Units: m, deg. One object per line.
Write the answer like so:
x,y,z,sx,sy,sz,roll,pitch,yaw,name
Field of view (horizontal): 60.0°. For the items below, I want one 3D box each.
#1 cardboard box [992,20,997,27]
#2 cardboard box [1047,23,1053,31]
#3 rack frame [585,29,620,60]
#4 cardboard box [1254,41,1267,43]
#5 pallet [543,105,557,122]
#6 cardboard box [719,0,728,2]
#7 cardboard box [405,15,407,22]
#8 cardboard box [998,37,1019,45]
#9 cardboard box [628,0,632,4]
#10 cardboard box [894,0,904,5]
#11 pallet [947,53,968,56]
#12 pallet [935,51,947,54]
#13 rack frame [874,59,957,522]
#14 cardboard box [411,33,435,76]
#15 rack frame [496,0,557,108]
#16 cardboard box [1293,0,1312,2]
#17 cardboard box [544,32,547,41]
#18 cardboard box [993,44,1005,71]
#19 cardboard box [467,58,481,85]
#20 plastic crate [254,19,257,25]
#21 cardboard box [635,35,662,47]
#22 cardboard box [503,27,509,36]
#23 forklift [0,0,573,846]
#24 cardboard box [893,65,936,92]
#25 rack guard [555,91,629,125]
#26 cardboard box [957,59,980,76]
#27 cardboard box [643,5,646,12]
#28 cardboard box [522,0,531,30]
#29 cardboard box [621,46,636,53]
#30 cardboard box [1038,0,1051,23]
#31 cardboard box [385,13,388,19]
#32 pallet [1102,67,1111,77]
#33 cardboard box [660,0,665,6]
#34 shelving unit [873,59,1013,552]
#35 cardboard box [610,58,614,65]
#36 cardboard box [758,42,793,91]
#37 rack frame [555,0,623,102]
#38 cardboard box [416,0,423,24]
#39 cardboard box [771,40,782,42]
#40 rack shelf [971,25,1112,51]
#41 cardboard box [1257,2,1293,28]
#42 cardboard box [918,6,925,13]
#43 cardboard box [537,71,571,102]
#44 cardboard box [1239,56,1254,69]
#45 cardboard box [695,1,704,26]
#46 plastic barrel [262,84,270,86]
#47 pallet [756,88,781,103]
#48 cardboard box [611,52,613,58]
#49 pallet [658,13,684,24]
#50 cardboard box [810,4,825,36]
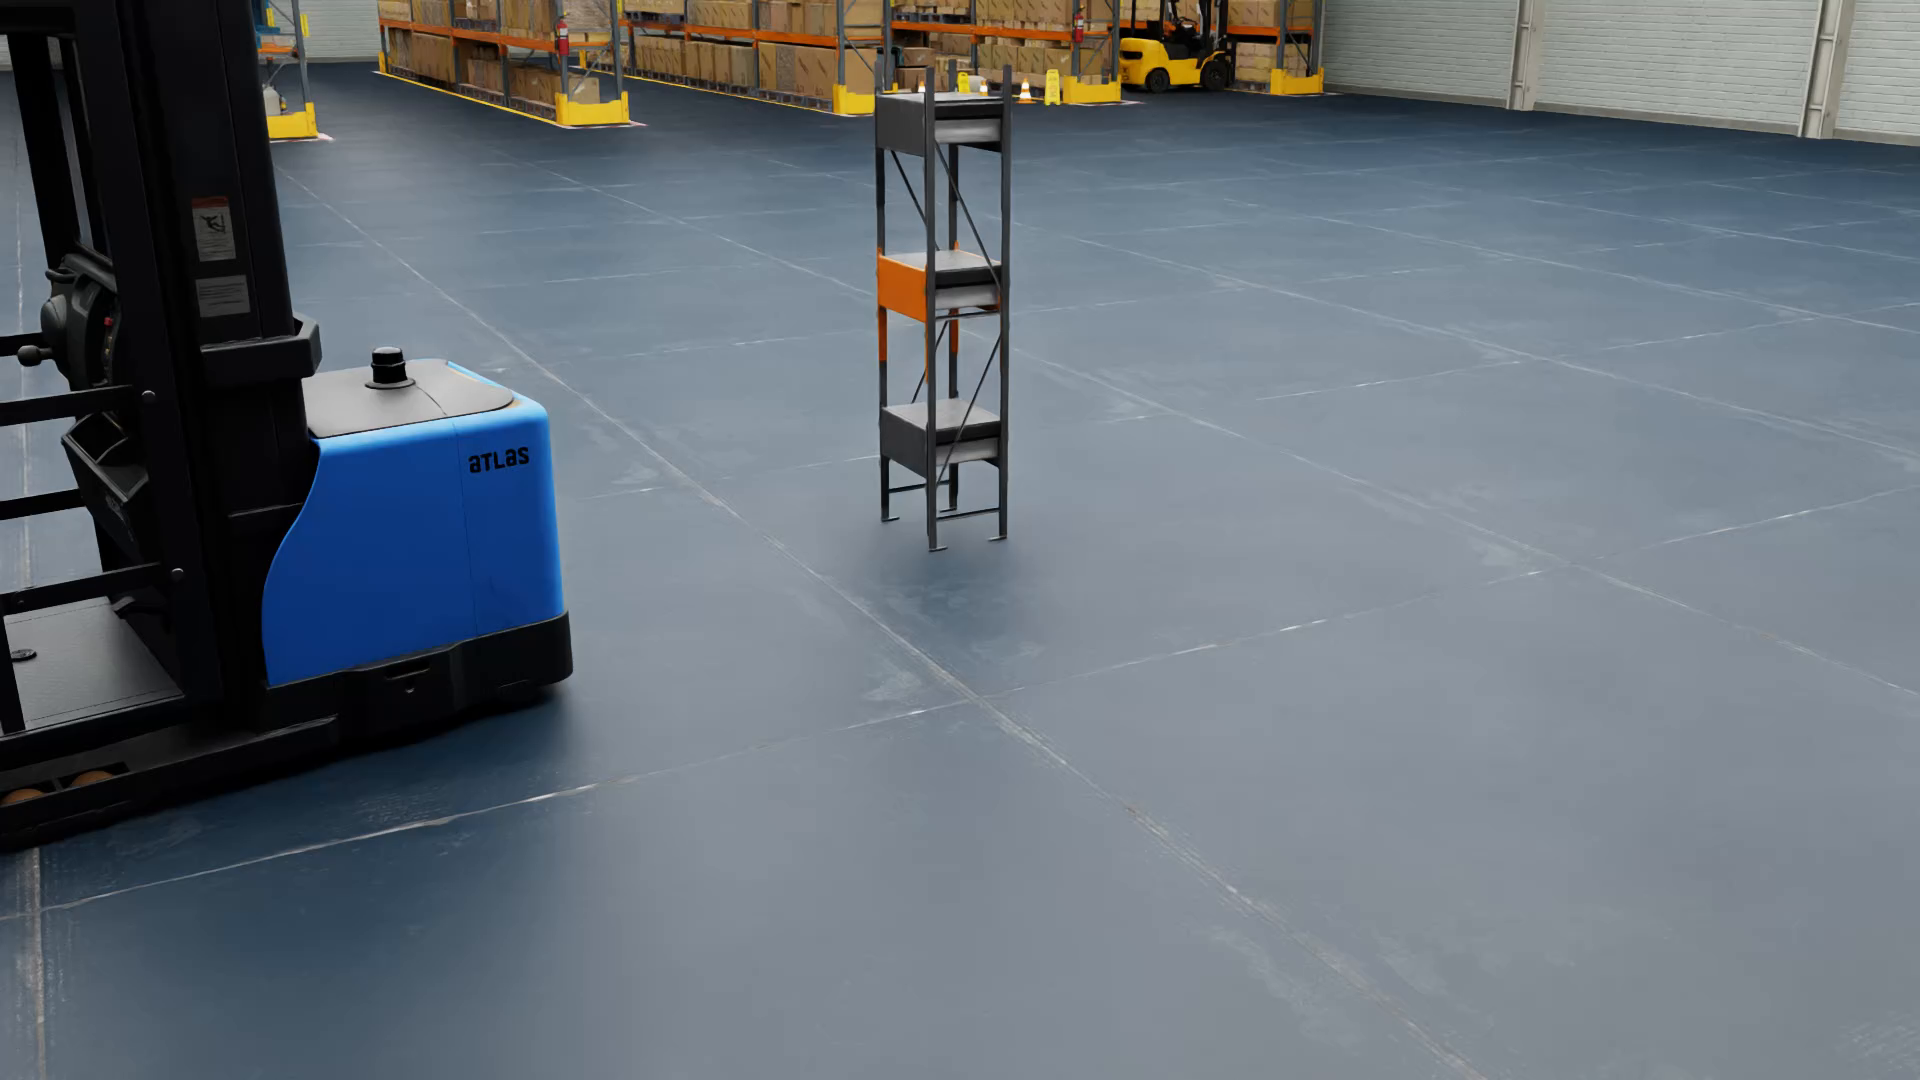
0.889,-10.684,34.381,0.380,0.149,0.250,-10,21,-27,cardboard box
1.916,-10.019,32.453,0.380,0.149,0.250,-10,22,-28,cardboard box
-9.304,-13.728,42.818,1.000,3.000,0.127,-10,21,-27,rack frame
6.439,-10.528,35.581,0.500,0.250,0.500,-10,21,-27,cardboard box
-6.510,-7.338,28.574,1.003,0.211,1.213,-10,21,-27,pallet
-4.571,-11.383,34.334,0.700,0.500,0.500,-10,22,-27,cardboard box
-12.373,-11.833,37.710,0.380,0.149,0.250,-10,21,-26,cardboard box
0.998,-10.235,34.123,0.380,0.149,0.250,-9,21,-25,cardboard box
-7.497,-12.542,38.665,0.380,0.149,0.250,-10,22,-28,cardboard box
-1.186,-12.449,37.857,0.500,0.500,0.500,-11,22,-28,cardboard box
0.362,-13.375,46.070,1.003,0.211,1.213,-10,21,-27,pallet
-0.213,-13.725,47.084,1.003,0.211,1.213,-10,21,-27,pallet
-0.194,-1.110,7.630,0.400,2.100,0.015,-10,21,-27,rack frame
-11.496,-10.854,37.102,1.225,0.875,0.875,-10,21,-26,cardboard box
-8.018,-9.544,30.692,1.000,3.000,0.127,-10,21,-27,rack frame
7.036,-11.192,34.321,0.380,0.149,0.250,-11,22,-28,cardboard box
-6.823,-8.537,28.158,0.380,0.149,0.250,-10,21,-27,cardboard box
1.010,-9.969,34.346,0.500,0.500,0.500,-9,21,-24,cardboard box
-9.582,-9.530,33.807,0.700,0.500,0.500,-11,22,-30,cardboard box
-12.241,-8.578,27.986,0.767,0.338,0.504,-10,21,-27,plastic crate
-7.286,-11.698,38.973,0.500,0.250,0.500,-11,22,-29,cardboard box
-8.074,-9.243,30.205,0.380,0.149,0.250,-10,21,-27,cardboard box
-2.879,-0.664,5.062,3.031,2.935,1.130,-14,24,-35,forklift
-0.911,-9.194,33.297,0.797,0.637,0.503,-10,21,-27,cardboard box
-6.155,-7.236,27.835,1.175,0.500,0.348,-10,21,-27,rack guard
0.452,-10.186,35.936,0.950,0.372,0.625,-10,21,-26,cardboard box
-6.997,-12.101,37.844,0.380,0.149,0.250,-10,22,-28,cardboard box
-7.126,-9.166,28.988,0.875,0.500,0.500,-10,21,-27,cardboard box
-7.958,-11.841,40.163,0.380,0.149,0.250,-10,21,-26,cardboard box
1.869,-10.376,32.495,0.500,0.500,0.500,-10,21,-27,cardboard box
-13.469,-12.496,39.631,0.380,0.149,0.250,-10,22,-27,cardboard box
4.102,-11.087,39.438,1.003,0.211,1.213,-10,21,-27,pallet
-6.396,-11.875,36.732,0.380,0.149,0.250,-9,21,-25,cardboard box
-0.079,-1.040,7.427,0.431,2.100,0.503,-10,21,-27,shelving unit
-8.382,-11.788,40.921,0.380,0.149,0.250,-10,21,-27,cardboard box
-3.368,-9.286,32.558,0.875,0.875,0.875,-10,21,-26,cardboard box
-6.119,-8.396,27.364,1.000,3.000,0.127,-10,21,-27,rack frame
-11.579,-11.573,36.418,0.500,0.500,0.500,-10,21,-27,cardboard box
-4.594,-13.337,44.969,0.875,0.438,0.875,-11,22,-28,cardboard box
1.653,-10.165,33.594,1.077,0.370,4.000,-10,21,-27,rack shelf
6.504,-10.849,34.319,0.500,0.500,0.500,-11,22,-28,cardboard box
-0.716,-11.874,37.185,0.380,0.149,0.250,-9,21,-23,cardboard box
-7.221,-8.111,29.726,0.500,0.500,0.500,-12,22,-31,cardboard box
6.234,-10.073,35.029,0.500,0.250,0.500,-10,22,-27,cardboard box
-5.285,-11.163,35.229,0.500,0.500,0.500,-10,22,-27,cardboard box
-11.096,-6.972,26.409,0.421,0.512,0.421,0,19,0,plastic barrel
-3.313,-8.735,32.622,1.003,0.211,1.213,-10,21,-27,pallet
-8.396,-12.000,41.080,0.380,0.149,0.250,-11,22,-29,cardboard box
-5.937,-11.529,36.739,1.213,0.211,1.003,-10,21,-27,pallet
-2.202,-9.460,30.218,0.875,0.550,0.550,-10,21,-27,cardboard box
